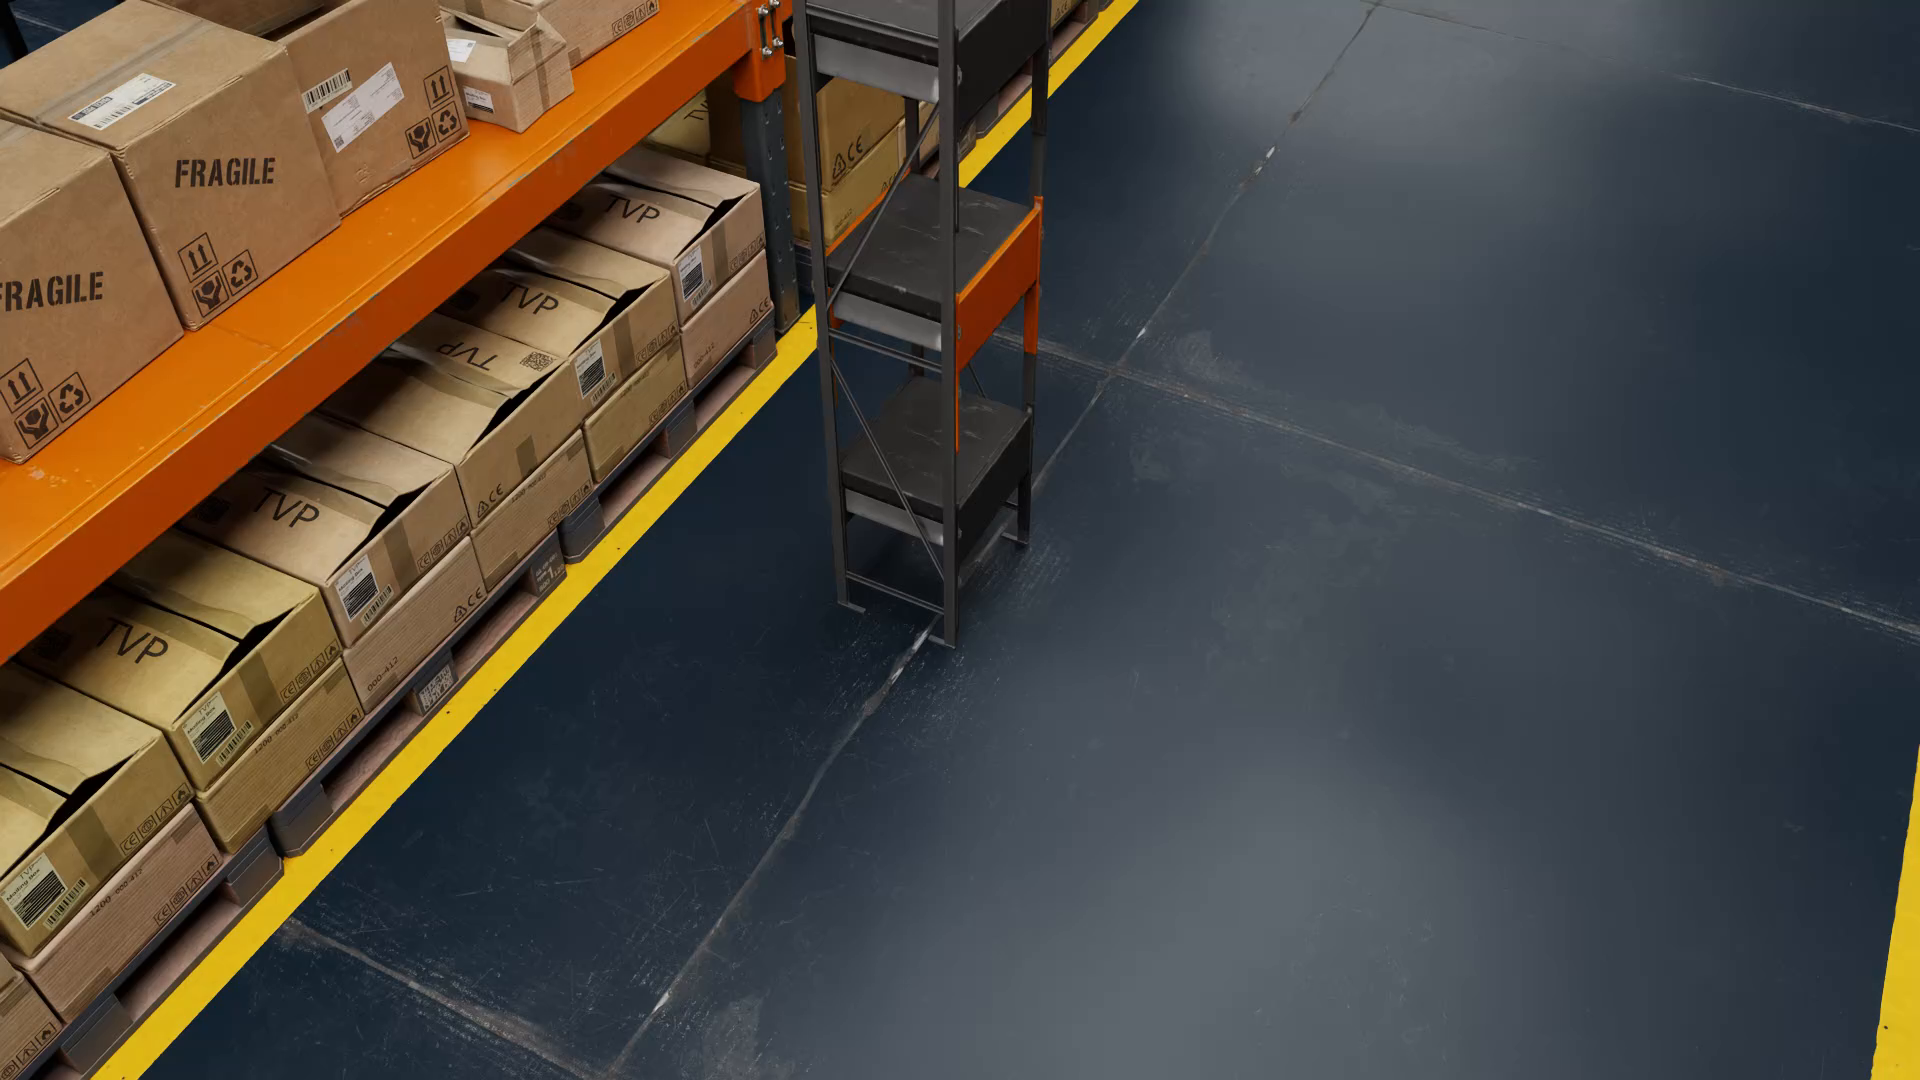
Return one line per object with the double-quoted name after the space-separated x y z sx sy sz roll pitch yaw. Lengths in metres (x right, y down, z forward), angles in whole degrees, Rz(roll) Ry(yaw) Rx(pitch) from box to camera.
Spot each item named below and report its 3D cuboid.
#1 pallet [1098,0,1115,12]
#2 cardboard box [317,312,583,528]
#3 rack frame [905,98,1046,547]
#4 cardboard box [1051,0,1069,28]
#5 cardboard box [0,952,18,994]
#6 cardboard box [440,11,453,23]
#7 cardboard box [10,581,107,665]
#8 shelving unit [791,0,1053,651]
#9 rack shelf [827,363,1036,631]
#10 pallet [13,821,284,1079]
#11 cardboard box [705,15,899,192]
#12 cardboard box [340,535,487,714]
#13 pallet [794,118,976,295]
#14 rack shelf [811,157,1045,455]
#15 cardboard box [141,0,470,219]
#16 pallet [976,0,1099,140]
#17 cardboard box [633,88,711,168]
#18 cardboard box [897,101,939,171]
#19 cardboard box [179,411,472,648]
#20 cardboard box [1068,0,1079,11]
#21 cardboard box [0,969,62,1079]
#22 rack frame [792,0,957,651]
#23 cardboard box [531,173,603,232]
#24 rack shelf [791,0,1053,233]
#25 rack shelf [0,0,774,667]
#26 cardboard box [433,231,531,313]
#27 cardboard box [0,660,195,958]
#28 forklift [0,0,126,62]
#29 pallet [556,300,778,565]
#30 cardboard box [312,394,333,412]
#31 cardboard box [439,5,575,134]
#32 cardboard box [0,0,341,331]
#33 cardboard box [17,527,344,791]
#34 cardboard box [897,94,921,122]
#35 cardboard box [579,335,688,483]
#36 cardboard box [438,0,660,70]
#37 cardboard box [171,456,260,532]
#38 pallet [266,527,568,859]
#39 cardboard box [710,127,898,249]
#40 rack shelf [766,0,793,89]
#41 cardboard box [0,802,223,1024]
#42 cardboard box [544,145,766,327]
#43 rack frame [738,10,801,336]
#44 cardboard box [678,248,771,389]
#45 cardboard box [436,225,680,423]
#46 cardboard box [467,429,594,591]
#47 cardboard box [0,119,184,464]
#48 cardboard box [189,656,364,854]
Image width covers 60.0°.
0.489 -3.035 8.101 1.003 0.211 1.213 20 49 19 "pallet"
-1.453 -0.375 4.756 0.500 0.311 0.500 20 49 19 "cardboard box"
0.036 -0.788 4.552 0.400 2.100 0.015 20 49 19 "rack frame"
0.134 -2.307 7.059 0.500 0.250 0.500 20 49 19 "cardboard box"
-2.403 0.918 3.477 0.500 0.311 0.500 22 49 20 "cardboard box"
-1.642 -1.411 4.713 0.380 0.149 0.250 20 49 19 "cardboard box"
-2.409 0.093 4.292 0.500 0.311 0.500 20 49 19 "cardboard box"
-0.077 -0.634 4.400 0.431 2.100 0.503 20 49 19 "shelving unit"
-0.077 -0.132 4.908 0.431 0.518 0.480 20 49 19 "rack shelf"
-2.490 1.004 4.109 1.003 0.211 1.213 20 49 19 "pallet"
-0.557 -1.624 5.857 0.500 0.500 0.500 20 49 19 "cardboard box"
-1.696 0.146 4.635 0.500 0.250 0.500 21 49 20 "cardboard box"
-0.643 -1.497 6.581 1.003 0.211 1.213 20 49 19 "pallet"
-0.077 -0.624 4.410 0.431 0.518 0.480 20 49 19 "rack shelf"
-1.665 -1.215 4.272 0.500 0.500 0.500 24 50 22 "cardboard box"
-0.078 -2.269 7.344 1.003 0.211 1.213 20 49 19 "pallet"
-1.028 -1.536 6.297 0.500 0.250 0.500 20 49 19 "cardboard box"
-0.329 -1.677 6.436 0.500 0.250 0.500 20 49 19 "cardboard box"
-1.690 -0.060 4.444 0.500 0.311 0.500 20 49 19 "cardboard box"
0.368 -2.621 7.370 0.500 0.250 0.500 20 49 19 "cardboard box"
-2.403 1.115 3.677 0.500 0.250 0.500 20 49 19 "cardboard box"
-0.190 -0.480 4.248 0.400 2.100 0.015 20 49 19 "rack frame"
-1.462 -1.191 5.561 0.500 0.311 0.500 21 49 19 "cardboard box"
-0.077 -1.116 3.912 0.431 0.518 0.480 20 49 19 "rack shelf"
-1.978 -0.478 4.119 1.077 0.370 4.000 20 49 19 "rack shelf"
-1.699 -0.877 5.251 0.500 0.311 0.500 20 49 19 "cardboard box"
-2.167 0.585 3.807 0.500 0.311 0.500 19 48 18 "cardboard box"
-3.034 -2.469 5.629 1.130 2.935 3.031 27 51 24 "forklift"
-1.357 -0.533 5.629 1.003 0.211 1.213 20 49 19 "pallet"
-1.938 -0.550 4.929 0.500 0.311 0.500 19 48 18 "cardboard box"
-1.295 -1.329 4.549 0.396 0.266 0.258 19 48 18 "cardboard box"
-1.897 -0.900 3.960 0.500 0.500 0.500 21 49 19 "cardboard box"
-1.928 0.264 4.124 0.500 0.311 0.500 19 48 18 "cardboard box"
-0.332 -1.941 6.171 0.500 0.500 0.500 20 49 19 "cardboard box"
-1.222 -0.497 5.270 0.500 0.250 0.500 20 49 18 "cardboard box"
-1.239 -1.613 4.841 0.500 0.250 0.500 23 50 21 "cardboard box"
-2.174 -0.222 4.604 0.500 0.311 0.500 22 49 20 "cardboard box"
-1.922 0.238 4.866 1.003 0.211 1.213 20 49 19 "pallet"
-0.566 -1.364 6.127 0.500 0.250 0.500 20 49 19 "cardboard box"
-0.121 -2.998 6.609 1.077 0.370 4.000 20 49 19 "rack shelf"
-2.170 0.798 3.990 0.500 0.250 0.500 19 48 18 "cardboard box"
-0.984 -1.019 5.392 0.500 0.311 0.500 20 49 19 "cardboard box"
-1.049 -1.990 5.108 1.000 3.000 0.127 20 49 19 "rack frame"
-0.985 -0.815 5.584 0.500 0.250 0.500 20 49 19 "cardboard box"
-1.219 -0.689 5.066 0.500 0.311 0.500 22 49 20 "cardboard box"
-1.459 -0.174 4.951 0.500 0.250 0.500 21 49 20 "cardboard box"
-2.142 -0.568 3.632 0.500 0.500 0.500 18 48 17 "cardboard box"
-1.934 0.469 4.316 0.500 0.250 0.500 19 48 18 "cardboard box"
